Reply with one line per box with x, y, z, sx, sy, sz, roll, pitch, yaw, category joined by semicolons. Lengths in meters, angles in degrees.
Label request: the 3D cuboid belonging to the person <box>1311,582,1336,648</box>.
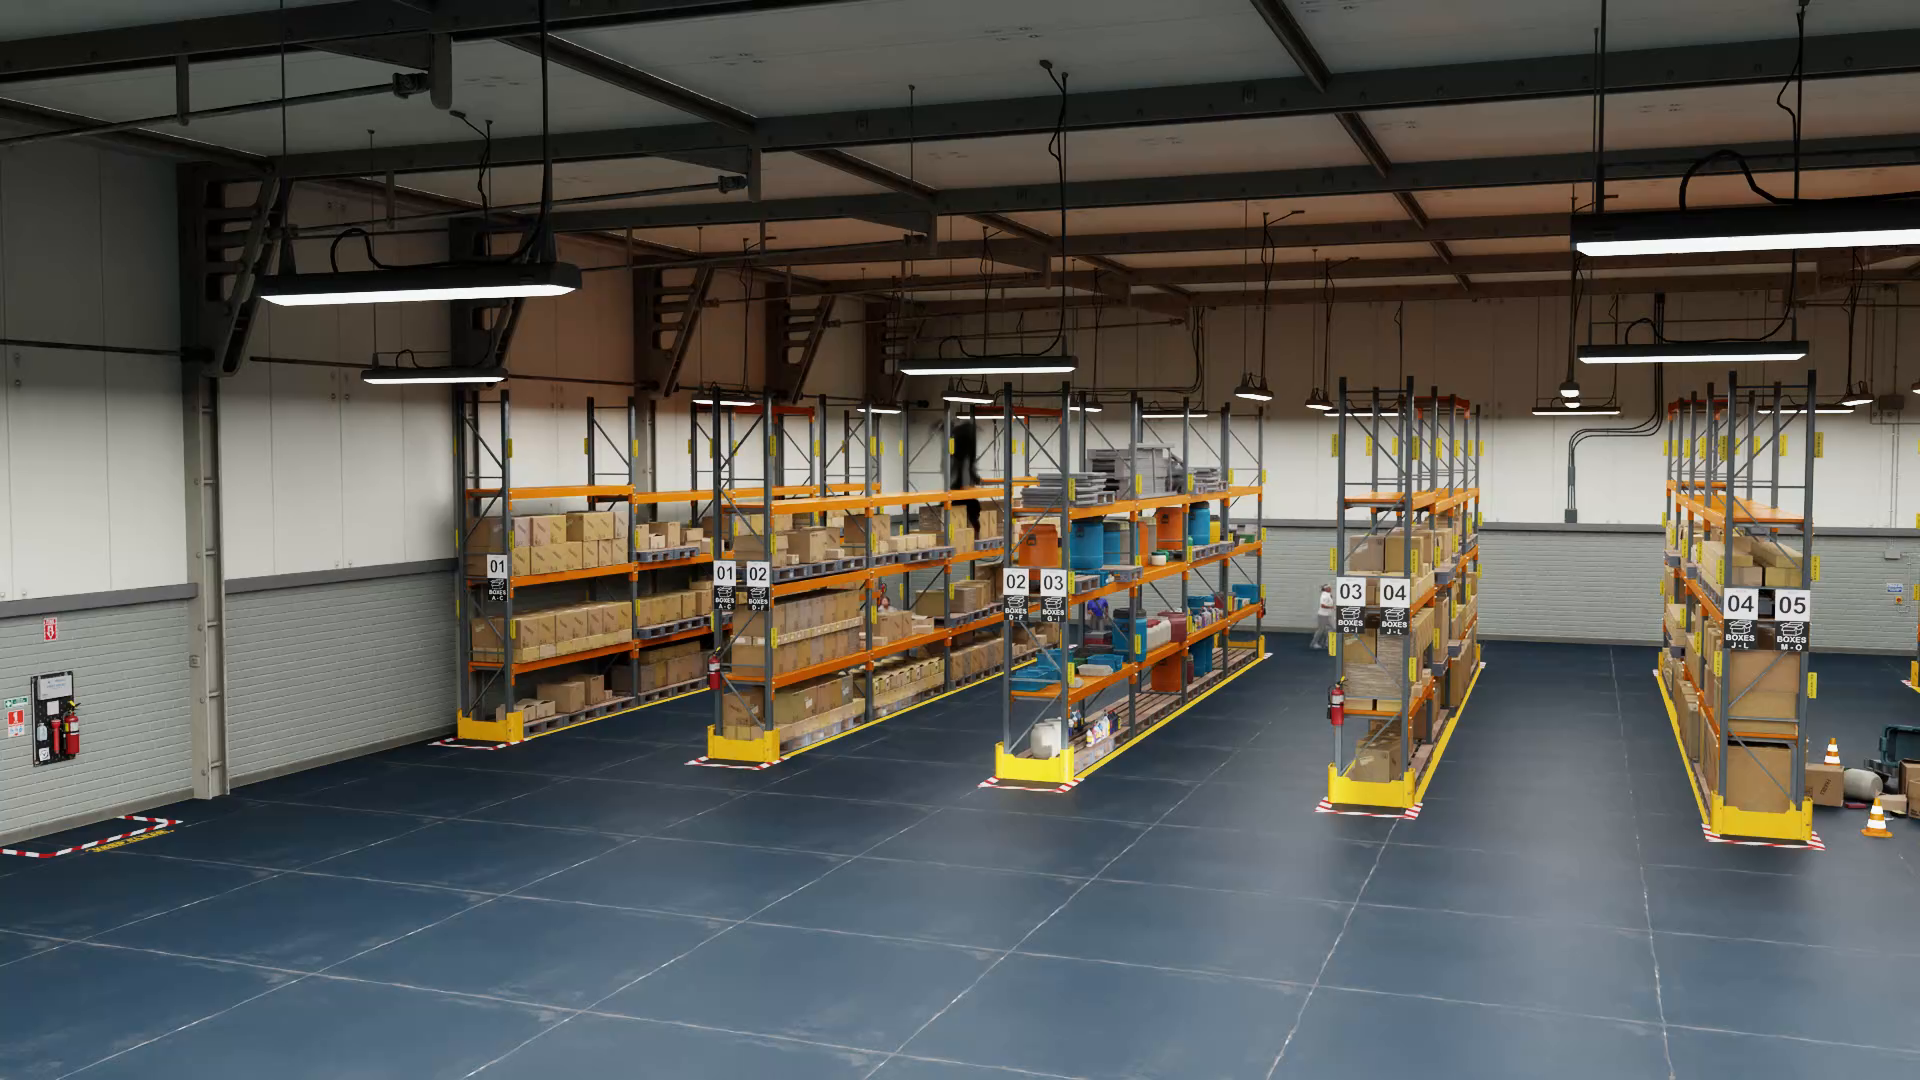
9.069;1.903;41.273;0.731;1.746;0.567;2;4;34;person

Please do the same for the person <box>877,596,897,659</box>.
-1.656;2.090;38.470;0.550;1.611;0.713;1;3;19;person

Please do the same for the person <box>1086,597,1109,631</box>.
3.279;2.095;39.830;0.521;1.528;0.787;1;3;9;person
